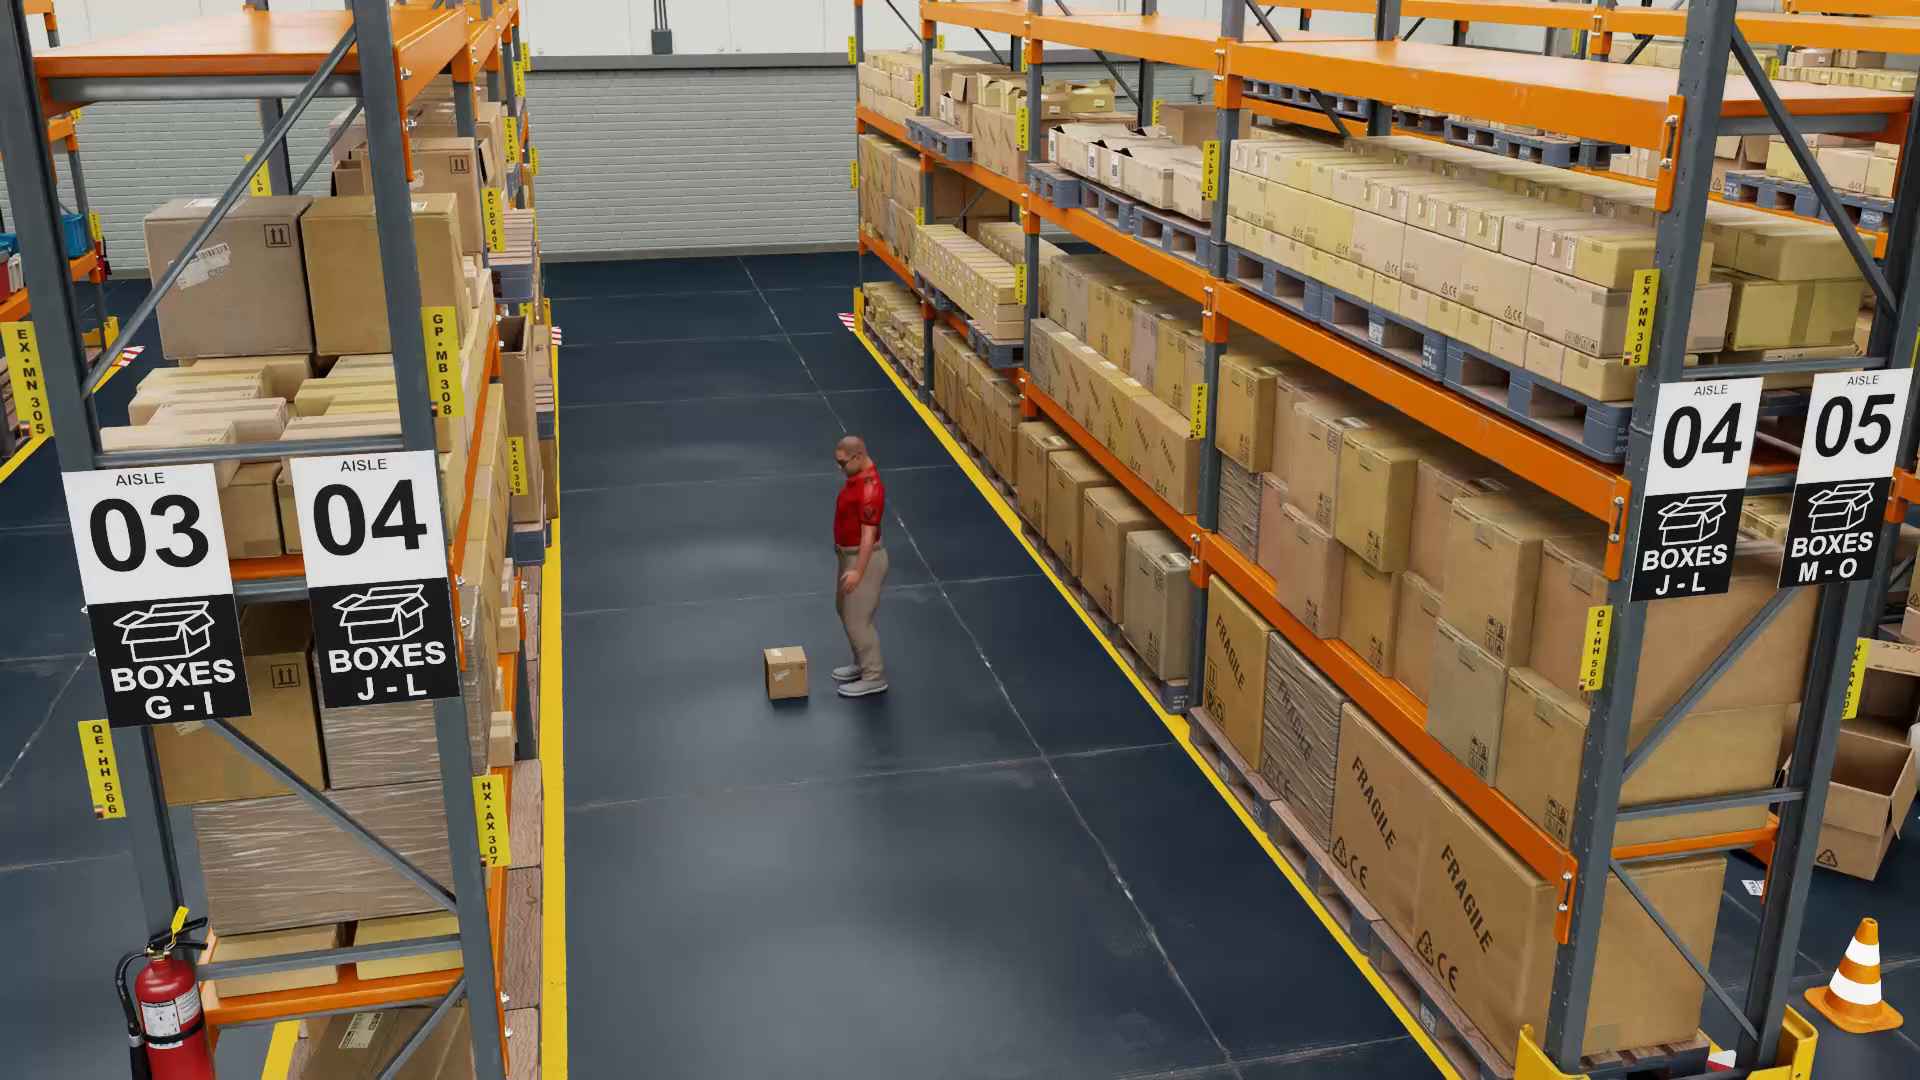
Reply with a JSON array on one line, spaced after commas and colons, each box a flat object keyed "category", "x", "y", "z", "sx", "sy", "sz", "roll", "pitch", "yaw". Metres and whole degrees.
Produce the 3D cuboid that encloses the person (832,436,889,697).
[{"category": "person", "x": -0.644, "y": 0.157, "z": 10.694, "sx": 0.367, "sy": 1.714, "sz": 0.538, "roll": -4, "pitch": 20, "yaw": -11}]
